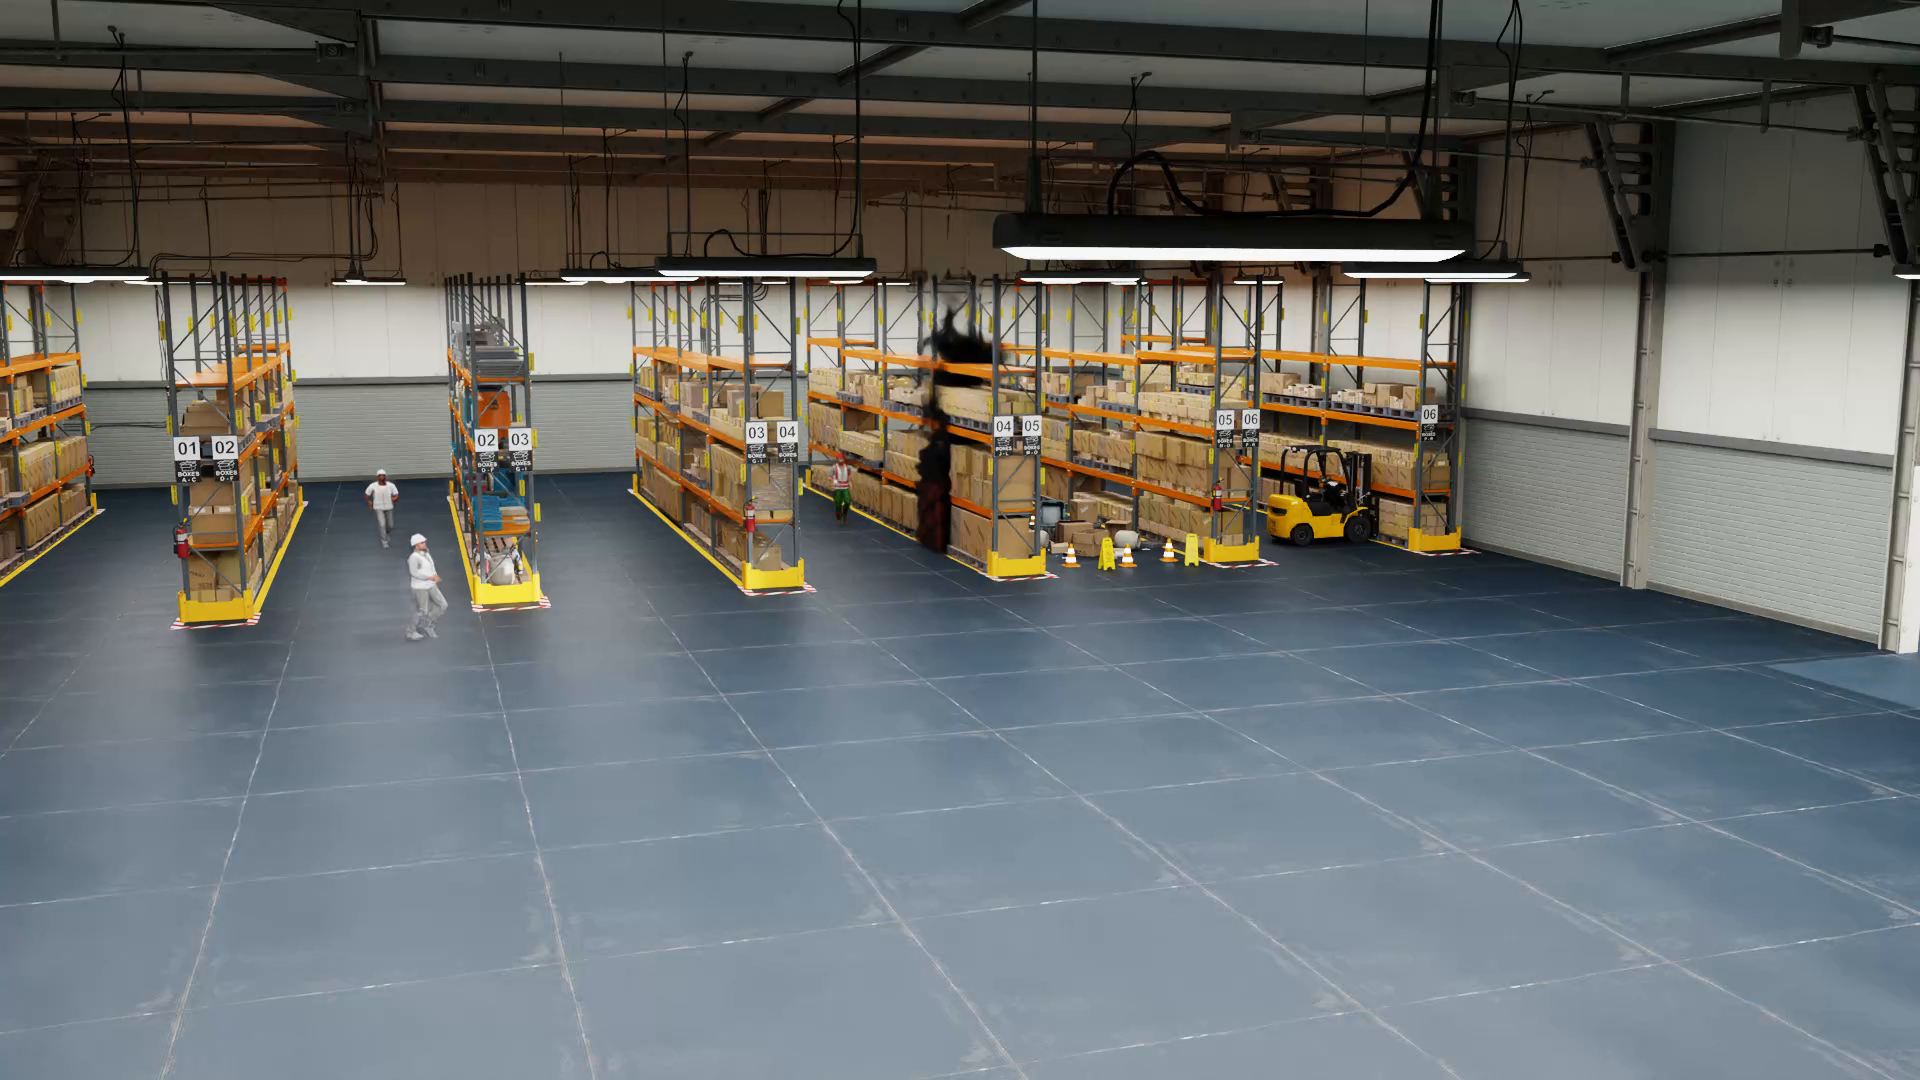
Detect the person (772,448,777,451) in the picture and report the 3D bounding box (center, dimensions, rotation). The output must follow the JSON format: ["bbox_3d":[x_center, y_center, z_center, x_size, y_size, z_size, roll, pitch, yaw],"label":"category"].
[{"bbox_3d":[-5.549,-2.256,48.035,0.601,1.553,0.705,0,9,2],"label":"person"}]

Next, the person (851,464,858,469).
[{"bbox_3d":[-2.973,-2.588,49.419,0.710,1.804,0.745,8,12,42],"label":"person"}]

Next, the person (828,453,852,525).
[{"bbox_3d":[-2.883,-1.234,40.361,0.635,1.754,0.652,-3,9,-17],"label":"person"}]

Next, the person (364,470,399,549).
[{"bbox_3d":[-12.823,-0.696,36.937,0.703,1.739,0.846,-5,10,-28],"label":"person"}]

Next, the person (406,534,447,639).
[{"bbox_3d":[-8.763,0.773,27.216,0.670,1.767,0.664,2,9,11],"label":"person"}]
